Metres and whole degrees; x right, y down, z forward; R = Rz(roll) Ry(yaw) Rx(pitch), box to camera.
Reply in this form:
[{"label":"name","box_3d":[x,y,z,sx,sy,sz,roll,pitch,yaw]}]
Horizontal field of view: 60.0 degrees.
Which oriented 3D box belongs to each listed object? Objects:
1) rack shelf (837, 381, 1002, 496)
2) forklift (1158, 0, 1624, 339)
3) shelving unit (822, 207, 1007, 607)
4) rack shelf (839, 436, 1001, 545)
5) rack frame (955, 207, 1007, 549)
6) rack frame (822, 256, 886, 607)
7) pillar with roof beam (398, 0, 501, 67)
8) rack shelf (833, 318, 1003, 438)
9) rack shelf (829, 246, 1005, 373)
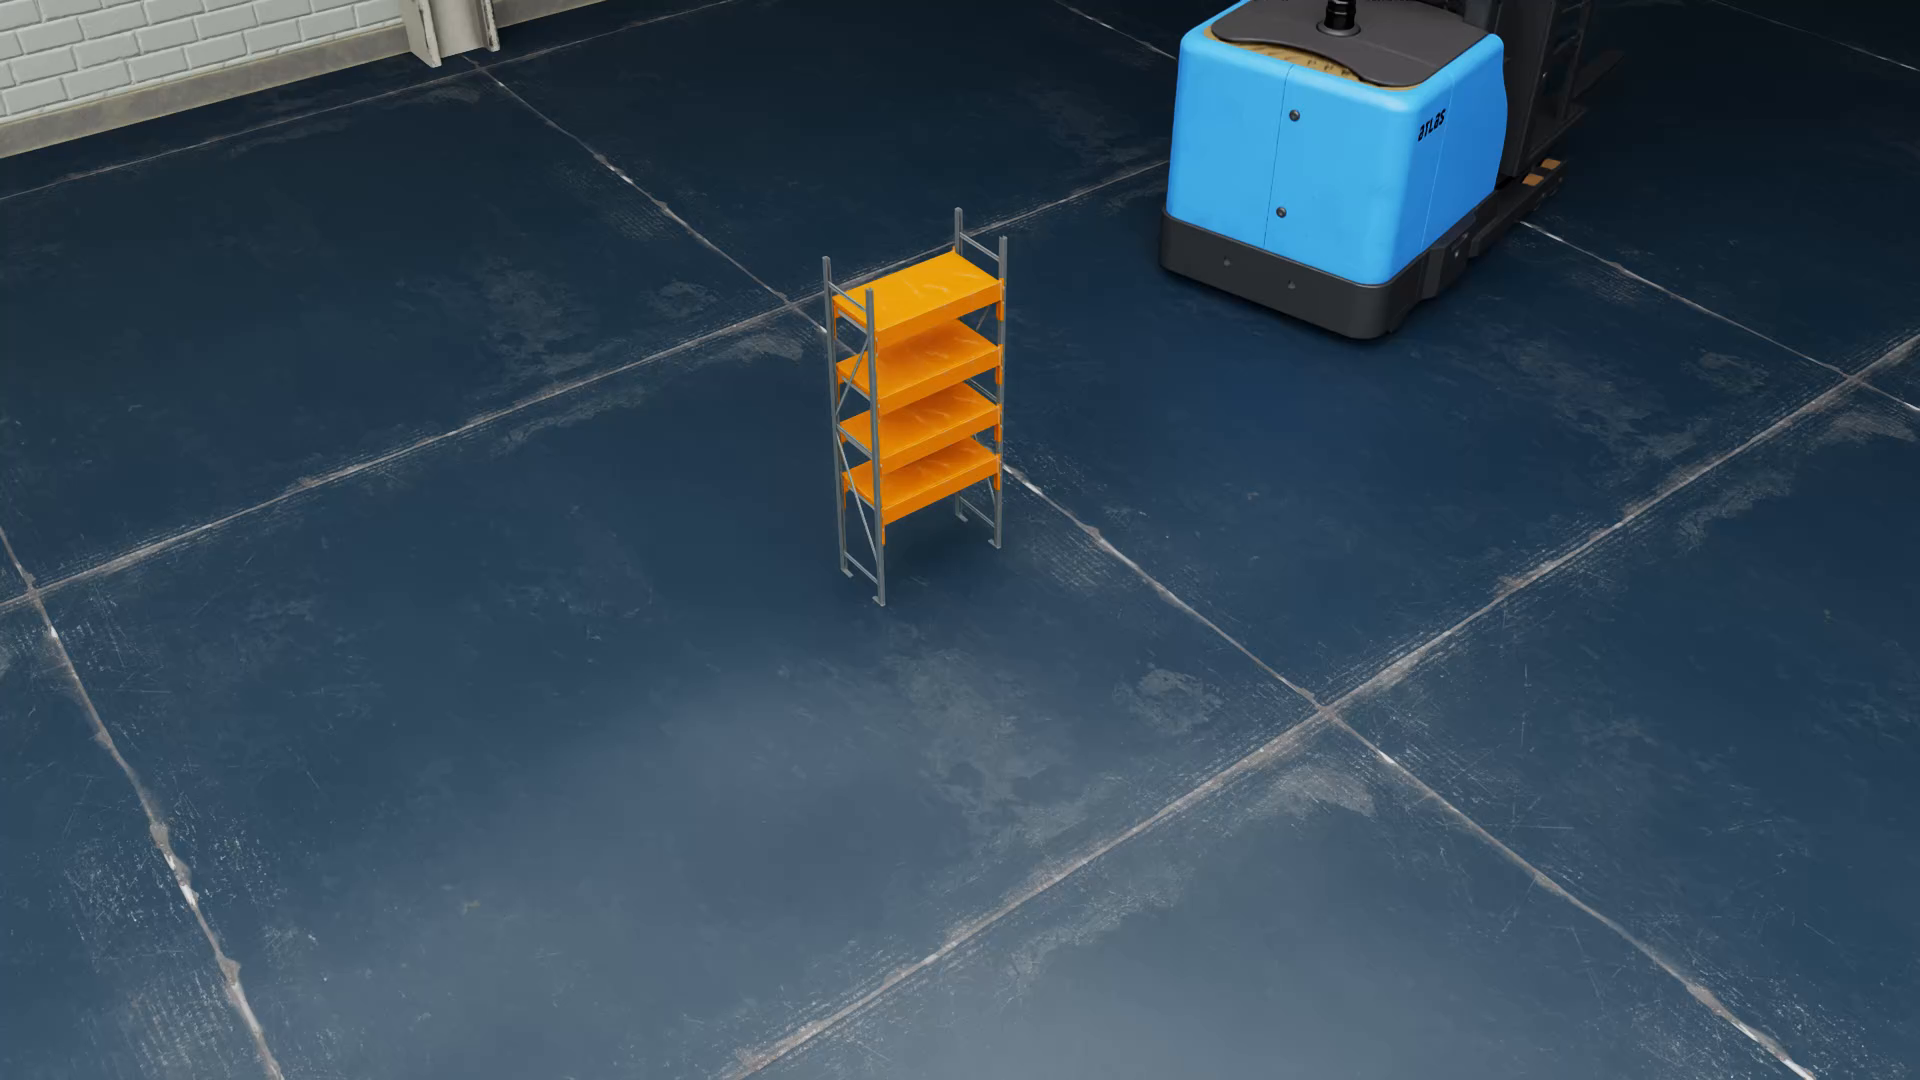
[{"label":"rack shelf","box_3d":[-0.131,-0.348,5.334,0.480,0.148,0.258,-26,46,-28]},{"label":"forklift","box_3d":[2.153,-2.807,6.861,1.130,2.935,3.031,27,46,29]},{"label":"shelving unit","box_3d":[-0.131,-0.400,5.291,0.503,1.200,0.258,-26,46,-28]},{"label":"rack shelf","box_3d":[-0.131,-0.194,5.460,0.480,0.148,0.258,-26,46,-28]},{"label":"rack frame","box_3d":[0.062,-0.494,5.406,0.015,1.200,0.240,-26,46,-28]},{"label":"rack frame","box_3d":[-0.325,-0.306,5.176,0.015,1.200,0.240,-26,46,-28]},{"label":"pillar with roof beam","box_3d":[-0.105,-3.966,3.489,0.400,9.000,9.100,-26,46,-28]},{"label":"rack shelf","box_3d":[-0.131,-0.521,5.192,0.480,0.148,0.258,-26,46,-28]},{"label":"rack shelf","box_3d":[-0.131,-0.704,5.042,0.480,0.148,0.258,-26,46,-28]}]
